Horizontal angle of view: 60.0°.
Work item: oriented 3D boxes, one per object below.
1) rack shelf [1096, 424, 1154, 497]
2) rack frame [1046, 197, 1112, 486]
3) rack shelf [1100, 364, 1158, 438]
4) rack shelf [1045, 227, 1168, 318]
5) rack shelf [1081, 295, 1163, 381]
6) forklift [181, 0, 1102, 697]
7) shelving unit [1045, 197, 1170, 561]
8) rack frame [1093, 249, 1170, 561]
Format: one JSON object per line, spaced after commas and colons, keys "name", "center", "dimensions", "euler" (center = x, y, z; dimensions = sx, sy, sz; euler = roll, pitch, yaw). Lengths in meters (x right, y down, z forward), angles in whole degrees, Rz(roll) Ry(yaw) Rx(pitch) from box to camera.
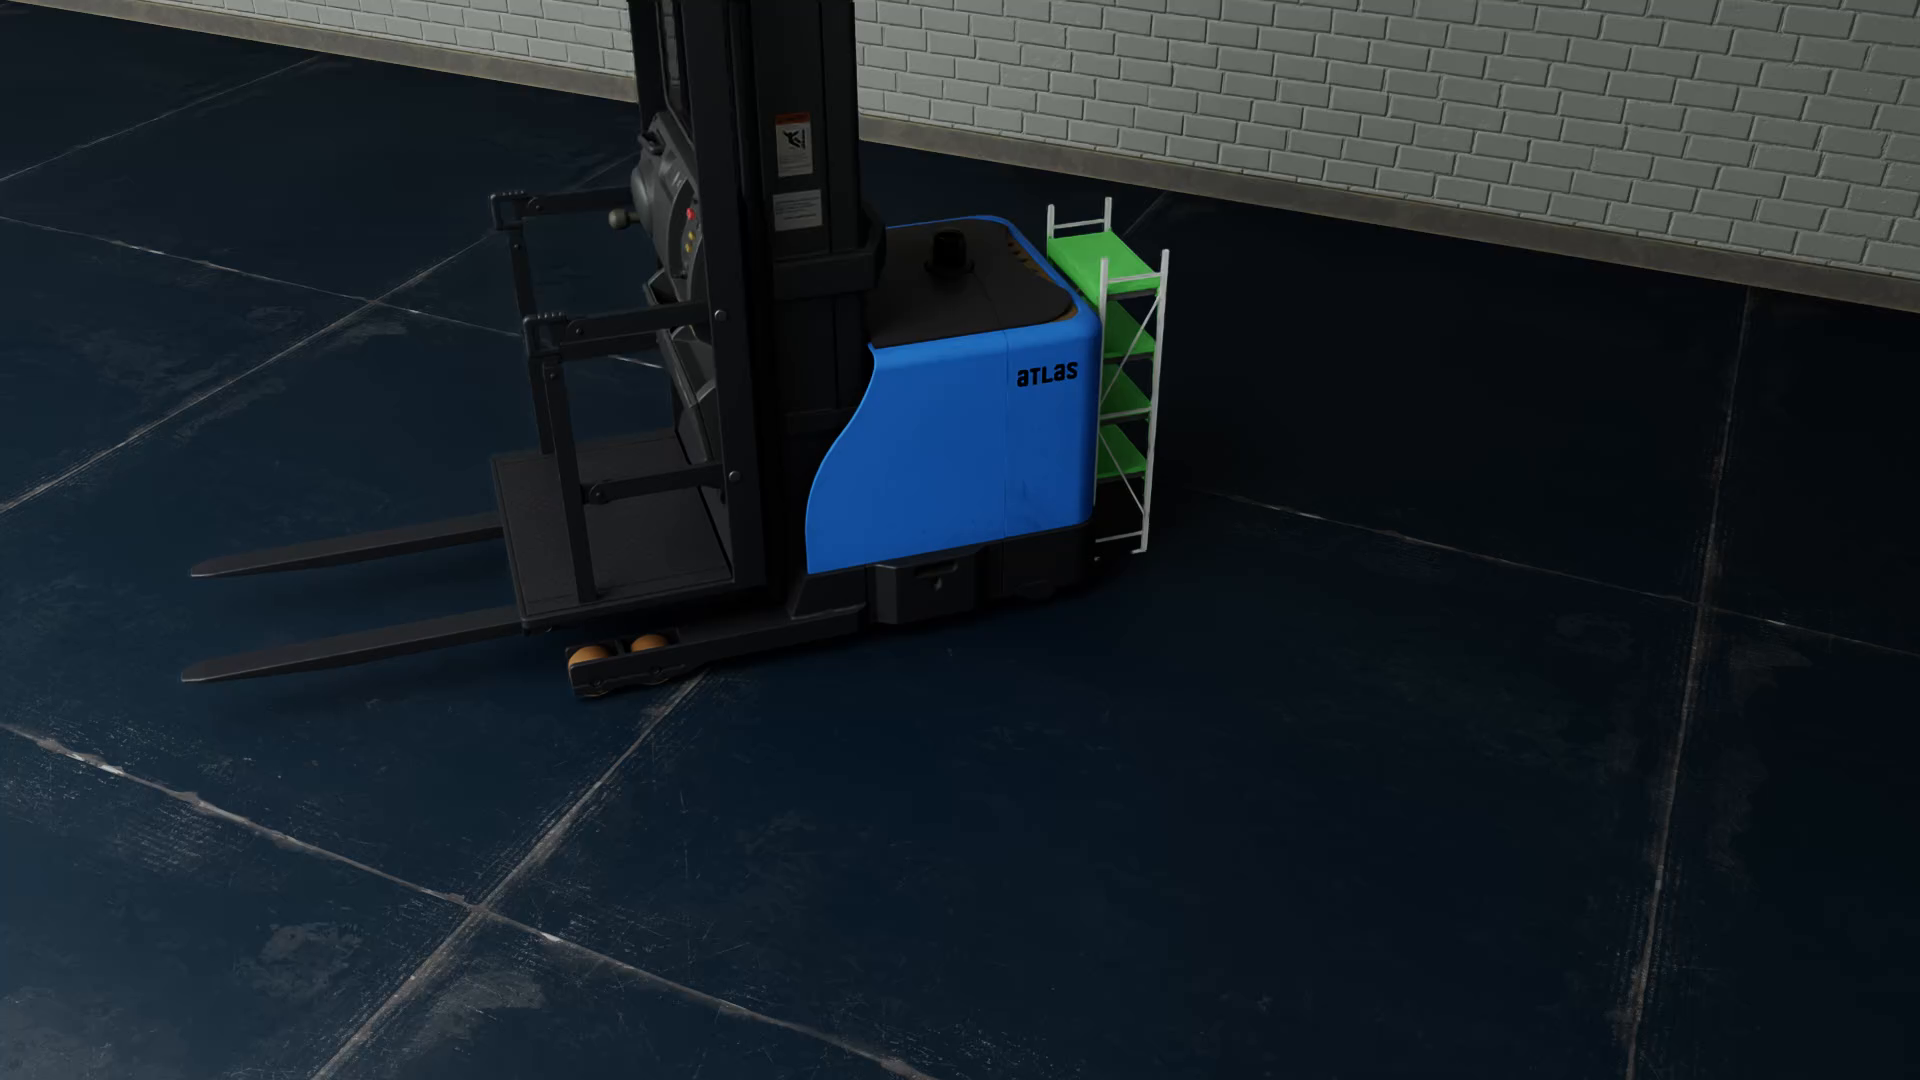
{"name": "rack shelf", "center": [0.502, -0.316, 6.192], "dimensions": [0.258, 0.148, 0.480], "euler": [-10, 35, -15]}
{"name": "rack frame", "center": [0.425, -0.697, 6.218], "dimensions": [0.240, 1.200, 0.015], "euler": [-10, 35, -15]}
{"name": "rack shelf", "center": [0.503, -0.517, 6.060], "dimensions": [0.258, 0.148, 0.480], "euler": [-10, 35, -15]}
{"name": "rack shelf", "center": [0.503, -0.918, 5.797], "dimensions": [0.258, 0.148, 0.480], "euler": [-10, 35, -15]}
{"name": "rack shelf", "center": [0.503, -0.718, 5.929], "dimensions": [0.258, 0.148, 0.480], "euler": [-10, 35, -15]}
{"name": "forklift", "center": [-1.094, -1.037, 5.158], "dimensions": [3.031, 2.935, 1.130], "euler": [-10, 35, -15]}
{"name": "shelving unit", "center": [0.503, -0.570, 6.025], "dimensions": [0.258, 1.200, 0.503], "euler": [-10, 35, -15]}
{"name": "rack frame", "center": [0.580, -0.443, 5.832], "dimensions": [0.240, 1.200, 0.015], "euler": [-10, 35, -15]}
